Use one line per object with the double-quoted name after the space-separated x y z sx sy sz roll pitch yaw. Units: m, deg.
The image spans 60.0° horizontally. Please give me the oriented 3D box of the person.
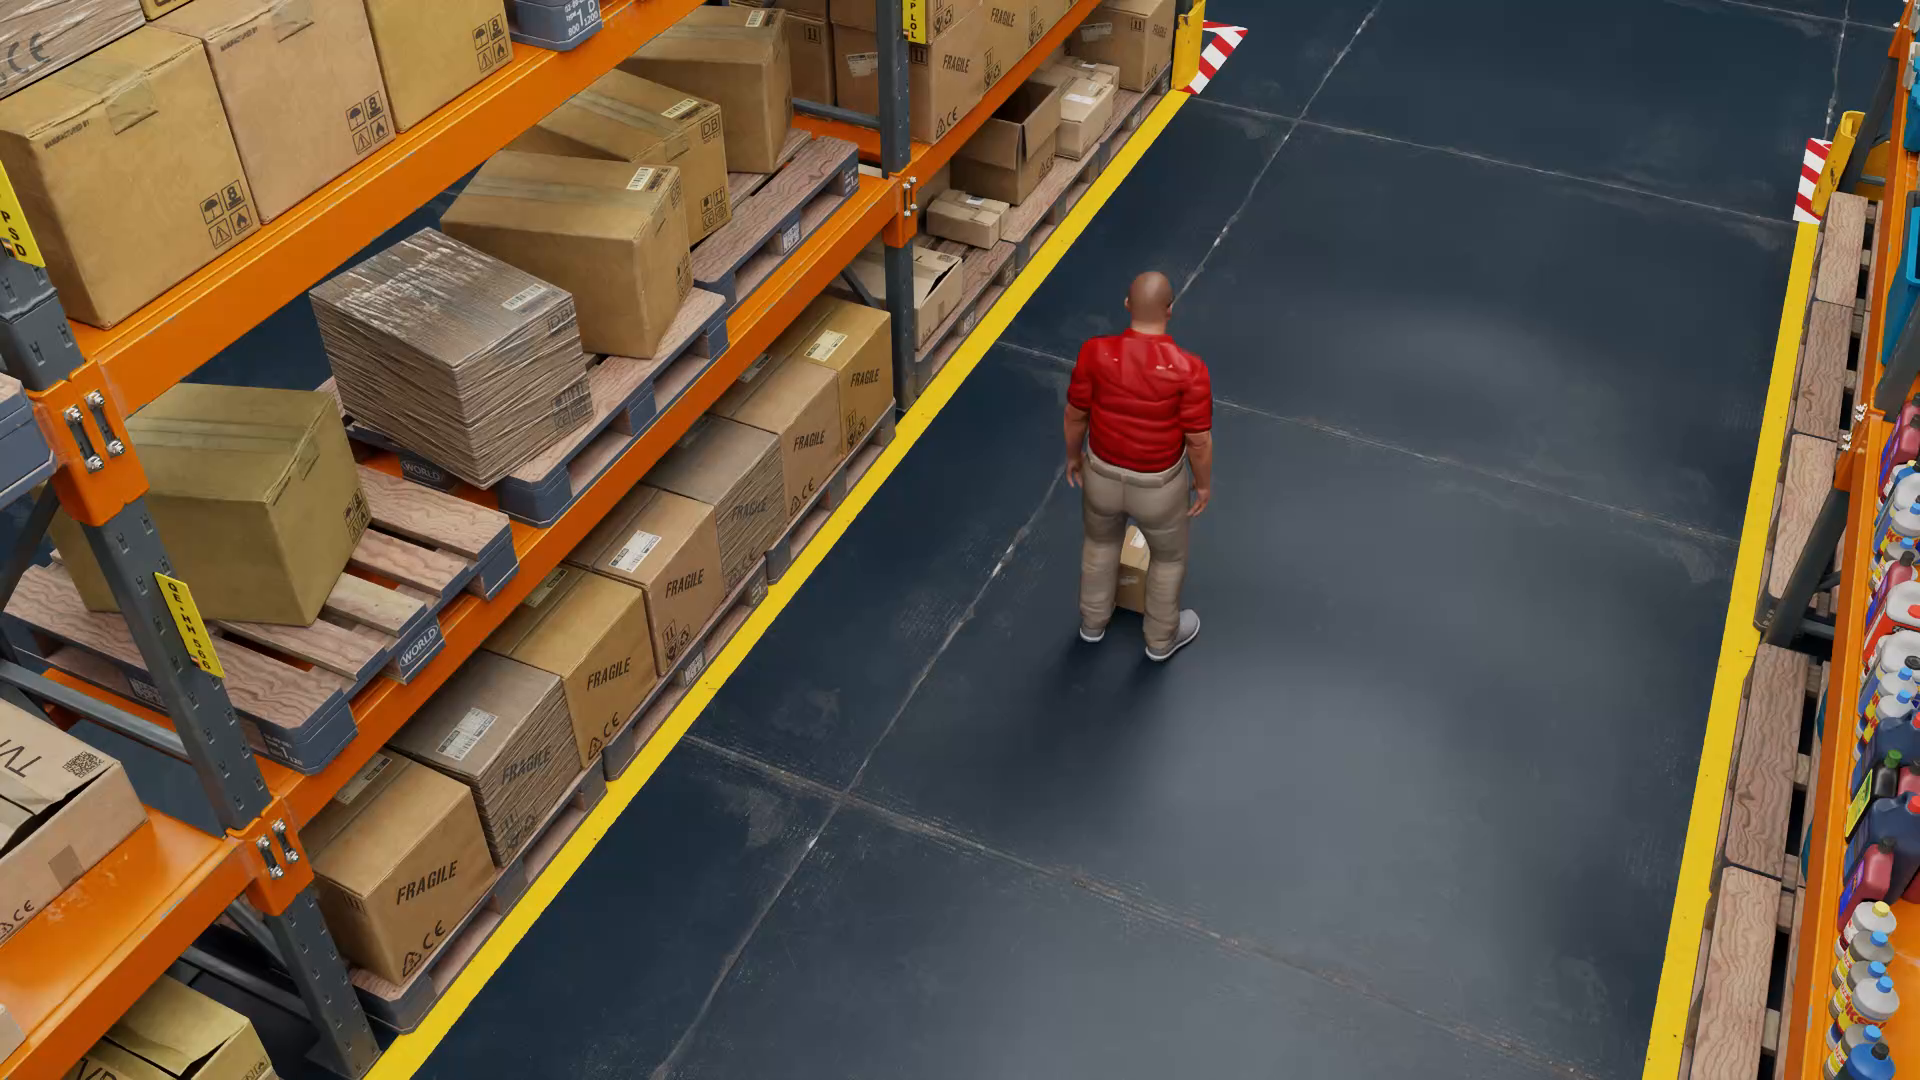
0.692 -0.259 6.462 0.593 1.725 0.390 15 44 16 "person"
